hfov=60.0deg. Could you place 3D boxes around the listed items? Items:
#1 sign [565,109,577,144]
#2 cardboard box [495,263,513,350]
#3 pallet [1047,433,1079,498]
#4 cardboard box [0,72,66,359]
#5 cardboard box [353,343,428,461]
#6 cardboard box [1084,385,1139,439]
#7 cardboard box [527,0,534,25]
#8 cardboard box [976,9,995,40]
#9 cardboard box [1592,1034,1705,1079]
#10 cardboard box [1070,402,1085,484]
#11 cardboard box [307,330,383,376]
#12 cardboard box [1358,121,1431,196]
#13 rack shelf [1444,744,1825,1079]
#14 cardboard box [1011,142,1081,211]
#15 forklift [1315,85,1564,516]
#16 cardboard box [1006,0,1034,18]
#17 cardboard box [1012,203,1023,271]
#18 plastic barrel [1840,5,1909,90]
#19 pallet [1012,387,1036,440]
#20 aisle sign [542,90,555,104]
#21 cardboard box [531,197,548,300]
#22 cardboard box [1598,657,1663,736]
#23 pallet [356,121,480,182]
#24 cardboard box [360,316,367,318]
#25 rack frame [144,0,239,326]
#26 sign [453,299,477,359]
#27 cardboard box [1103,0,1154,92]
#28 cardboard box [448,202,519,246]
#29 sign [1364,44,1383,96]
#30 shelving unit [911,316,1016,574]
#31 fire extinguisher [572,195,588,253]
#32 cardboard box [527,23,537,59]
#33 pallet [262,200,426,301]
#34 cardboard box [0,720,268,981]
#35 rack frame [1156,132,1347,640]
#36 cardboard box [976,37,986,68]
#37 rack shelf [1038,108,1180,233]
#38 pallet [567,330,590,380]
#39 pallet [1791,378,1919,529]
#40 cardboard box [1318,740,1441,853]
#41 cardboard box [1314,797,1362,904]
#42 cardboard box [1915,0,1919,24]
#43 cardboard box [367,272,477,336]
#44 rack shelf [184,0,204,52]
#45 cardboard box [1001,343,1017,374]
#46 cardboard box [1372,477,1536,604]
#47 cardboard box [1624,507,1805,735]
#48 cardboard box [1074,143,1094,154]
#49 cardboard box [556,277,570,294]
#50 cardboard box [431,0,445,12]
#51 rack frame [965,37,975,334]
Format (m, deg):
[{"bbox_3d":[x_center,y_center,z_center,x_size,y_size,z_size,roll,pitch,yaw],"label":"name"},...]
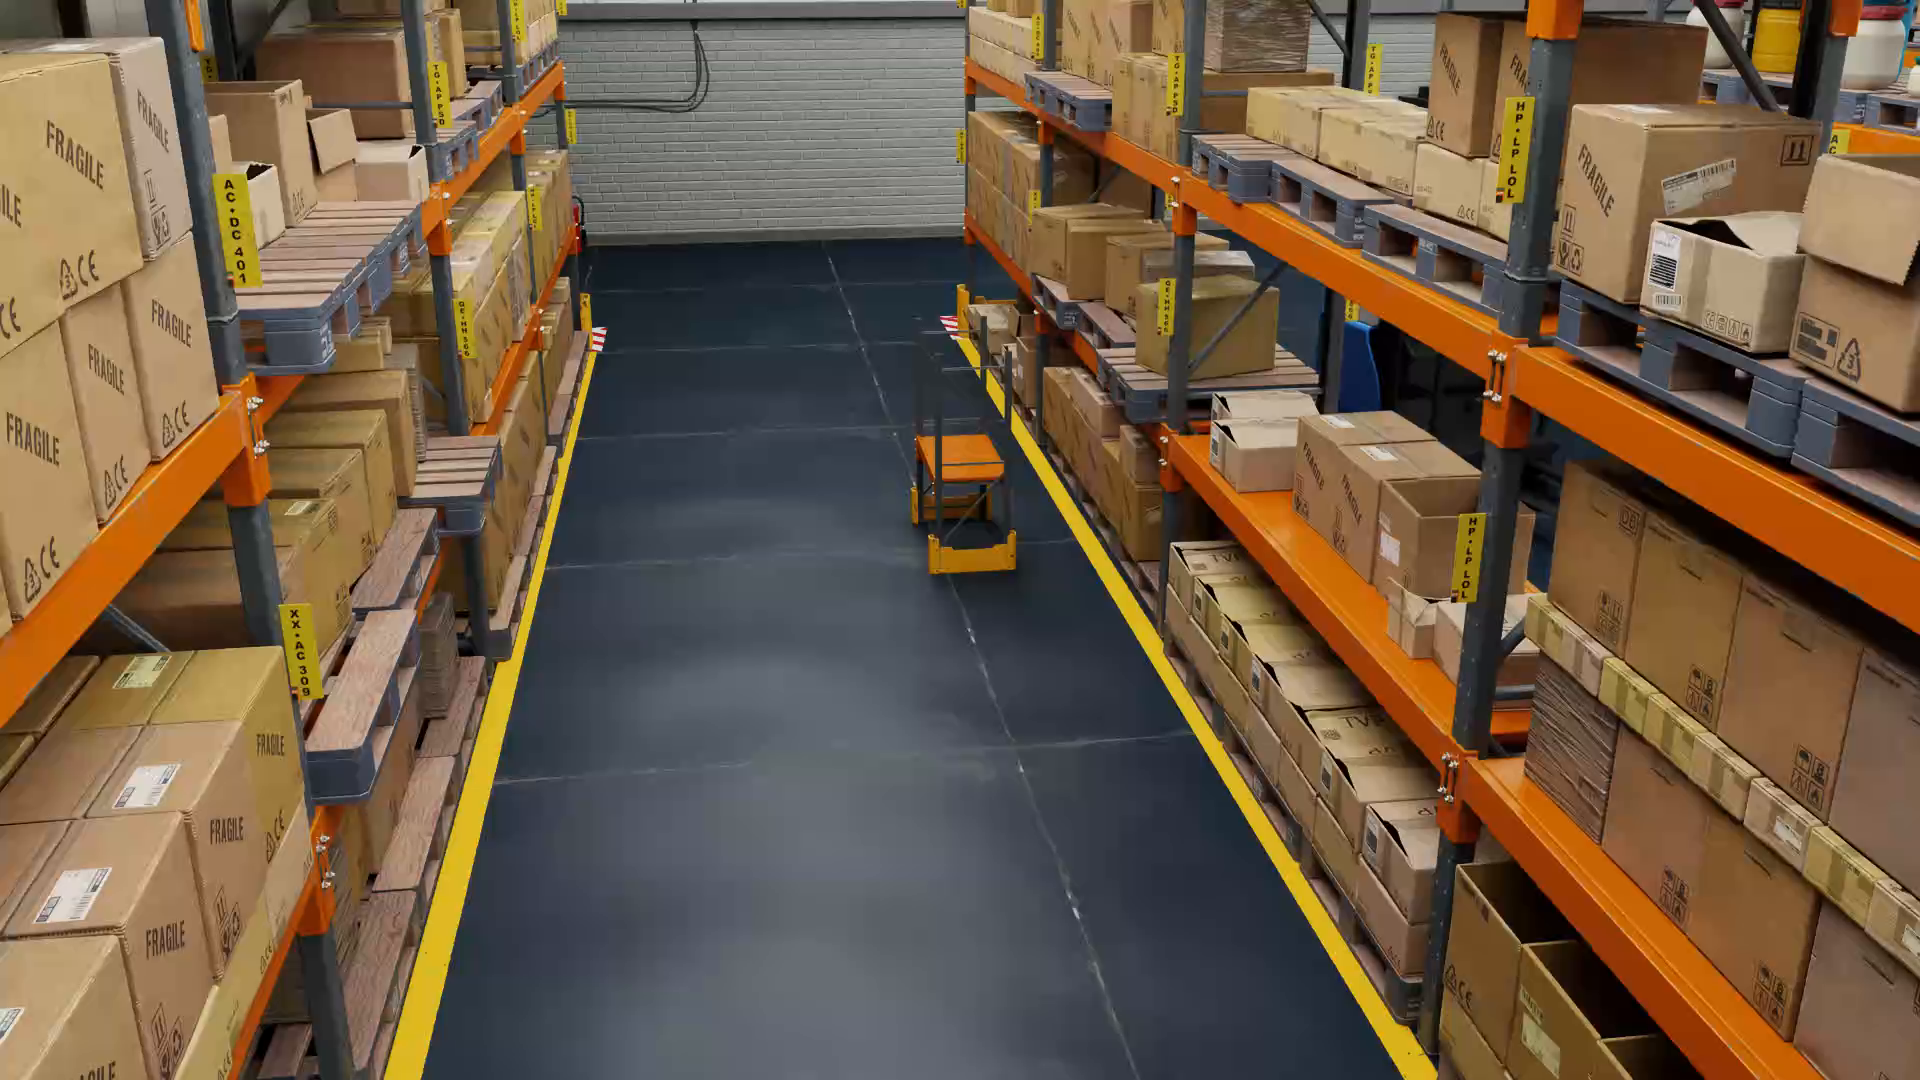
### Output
[{"bbox_3d":[-3.807,-4.041,16.256,0.100,0.325,0.005,-3,21,-8],"label":"sign"},{"bbox_3d":[-3.229,-1.506,10.864,0.500,0.500,0.500,-2,21,-6],"label":"cardboard box"},{"bbox_3d":[1.287,-0.645,13.143,1.003,0.211,1.213,-3,21,-8],"label":"pallet"},{"bbox_3d":[-2.101,-0.611,3.177,0.500,0.500,0.500,-4,21,-10],"label":"cardboard box"},{"bbox_3d":[-3.115,-0.686,8.495,0.700,0.500,0.500,-5,21,-14],"label":"cardboard box"},{"bbox_3d":[1.178,-0.918,11.760,0.500,0.250,0.500,-3,21,-9],"label":"cardboard box"},{"bbox_3d":[-3.675,-4.349,13.185,0.500,0.500,0.500,-3,21,-9],"label":"cardboard box"},{"bbox_3d":[0.437,-4.821,15.550,0.500,0.250,0.500,-3,21,-8],"label":"cardboard box"},{"bbox_3d":[2.187,1.801,4.865,0.500,0.500,0.500,-3,21,-8],"label":"cardboard box"},{"bbox_3d":[1.113,-0.729,12.326,0.500,0.500,0.500,-3,21,-7],"label":"cardboard box"},{"bbox_3d":[-3.052,-0.924,8.203,0.380,0.149,0.250,-6,21,-17],"label":"cardboard box"},{"bbox_3d":[2.070,-1.658,7.196,0.500,0.250,0.500,-5,21,-12],"label":"cardboard box"},{"bbox_3d":[2.574,1.568,4.260,1.077,0.370,4.000,-3,21,-8],"label":"rack shelf"},{"bbox_3d":[0.726,-3.086,14.120,0.500,0.500,0.500,-3,21,-9],"label":"cardboard box"},{"bbox_3d":[3.936,-1.874,12.545,1.130,2.935,3.031,-7,22,-18],"label":"forklift"},{"bbox_3d":[0.792,-4.837,14.521,0.700,0.500,0.500,-3,21,-8],"label":"cardboard box"},{"bbox_3d":[0.730,-2.617,14.293,0.500,0.500,0.500,-2,21,-6],"label":"cardboard box"},{"bbox_3d":[6.206,-3.367,11.362,0.433,0.535,0.433,0,20,0],"label":"plastic barrel"},{"bbox_3d":[1.034,-1.163,14.529,1.003,0.211,1.213,-3,21,-8],"label":"pallet"},{"bbox_3d":[-4.059,-4.623,16.092,0.394,0.787,0.004,-3,21,-8],"label":"aisle sign"},{"bbox_3d":[-3.831,-2.310,13.184,0.980,0.700,0.700,-3,21,-7],"label":"cardboard box"},{"bbox_3d":[2.208,0.467,5.110,0.380,0.149,0.250,-3,21,-9],"label":"cardboard box"},{"bbox_3d":[-3.338,-2.132,9.121,1.213,0.211,1.003,-2,21,-5],"label":"pallet"},{"bbox_3d":[-3.515,-1.286,9.205,0.500,0.250,0.500,-2,21,-6],"label":"cardboard box"},{"bbox_3d":[-2.616,-2.021,4.266,1.000,3.000,0.127,-3,21,-8],"label":"rack frame"},{"bbox_3d":[-2.657,-1.131,8.917,0.100,0.325,0.005,-3,21,-8],"label":"sign"},{"bbox_3d":[1.327,-3.287,11.058,0.600,0.600,0.600,-4,21,-10],"label":"cardboard box"},{"bbox_3d":[-3.385,-2.201,11.654,0.500,0.250,0.500,-2,21,-7],"label":"cardboard box"},{"bbox_3d":[2.259,-2.556,9.134,0.100,0.325,0.005,-3,21,-8],"label":"sign"},{"bbox_3d":[0.011,-0.676,11.383,0.587,1.500,1.083,-3,21,-8],"label":"shelving unit"},{"bbox_3d":[-3.911,-3.230,16.720,0.296,0.674,0.183,-3,21,-8],"label":"fire extinguisher"},{"bbox_3d":[-3.667,-3.989,13.292,0.500,0.250,0.500,-3,21,-9],"label":"cardboard box"},{"bbox_3d":[-2.752,-1.106,6.371,1.213,0.211,1.003,-3,21,-8],"label":"pallet"},{"bbox_3d":[-2.164,0.820,4.349,0.500,0.500,0.500,-3,21,-8],"label":"cardboard box"},{"bbox_3d":[1.709,-0.847,9.696,1.000,3.000,0.127,-3,21,-8],"label":"rack frame"},{"bbox_3d":[0.437,-4.587,15.638,0.500,0.250,0.500,-3,21,-8],"label":"cardboard box"},{"bbox_3d":[1.420,-2.607,11.151,1.077,0.370,4.000,-3,21,-8],"label":"rack shelf"},{"bbox_3d":[-4.153,-1.786,16.197,1.003,0.211,1.213,-3,21,-8],"label":"pallet"},{"bbox_3d":[2.606,-0.110,3.563,1.003,0.211,1.213,-3,21,-8],"label":"pallet"},{"bbox_3d":[1.862,1.061,7.115,0.500,0.311,0.500,-2,21,-6],"label":"cardboard box"},{"bbox_3d":[1.868,1.325,7.210,0.500,0.250,0.500,-3,21,-9],"label":"cardboard box"},{"bbox_3d":[10.487,-5.633,17.338,0.700,0.500,0.500,-4,21,-11],"label":"cardboard box"},{"bbox_3d":[-3.007,-1.323,9.302,0.500,0.250,0.500,-2,21,-6],"label":"cardboard box"},{"bbox_3d":[-2.904,-2.189,6.316,1.077,0.370,4.000,-3,21,-8],"label":"rack shelf"},{"bbox_3d":[0.661,-1.621,14.982,0.500,0.311,0.500,-3,21,-8],"label":"cardboard box"},{"bbox_3d":[2.115,0.042,7.173,0.500,0.500,0.500,-1,21,-4],"label":"cardboard box"},{"bbox_3d":[2.430,0.212,4.865,0.700,0.500,0.500,-3,21,-8],"label":"cardboard box"},{"bbox_3d":[1.268,-3.103,14.164,0.500,0.500,0.500,-4,21,-9],"label":"cardboard box"},{"bbox_3d":[-3.947,-2.422,15.960,0.380,0.149,0.250,-3,21,-8],"label":"cardboard box"},{"bbox_3d":[-3.772,-3.679,11.148,0.500,0.250,0.500,-1,21,-4],"label":"cardboard box"},{"bbox_3d":[0.555,-3.617,17.112,1.000,3.000,0.127,-3,21,-8],"label":"rack frame"}]
